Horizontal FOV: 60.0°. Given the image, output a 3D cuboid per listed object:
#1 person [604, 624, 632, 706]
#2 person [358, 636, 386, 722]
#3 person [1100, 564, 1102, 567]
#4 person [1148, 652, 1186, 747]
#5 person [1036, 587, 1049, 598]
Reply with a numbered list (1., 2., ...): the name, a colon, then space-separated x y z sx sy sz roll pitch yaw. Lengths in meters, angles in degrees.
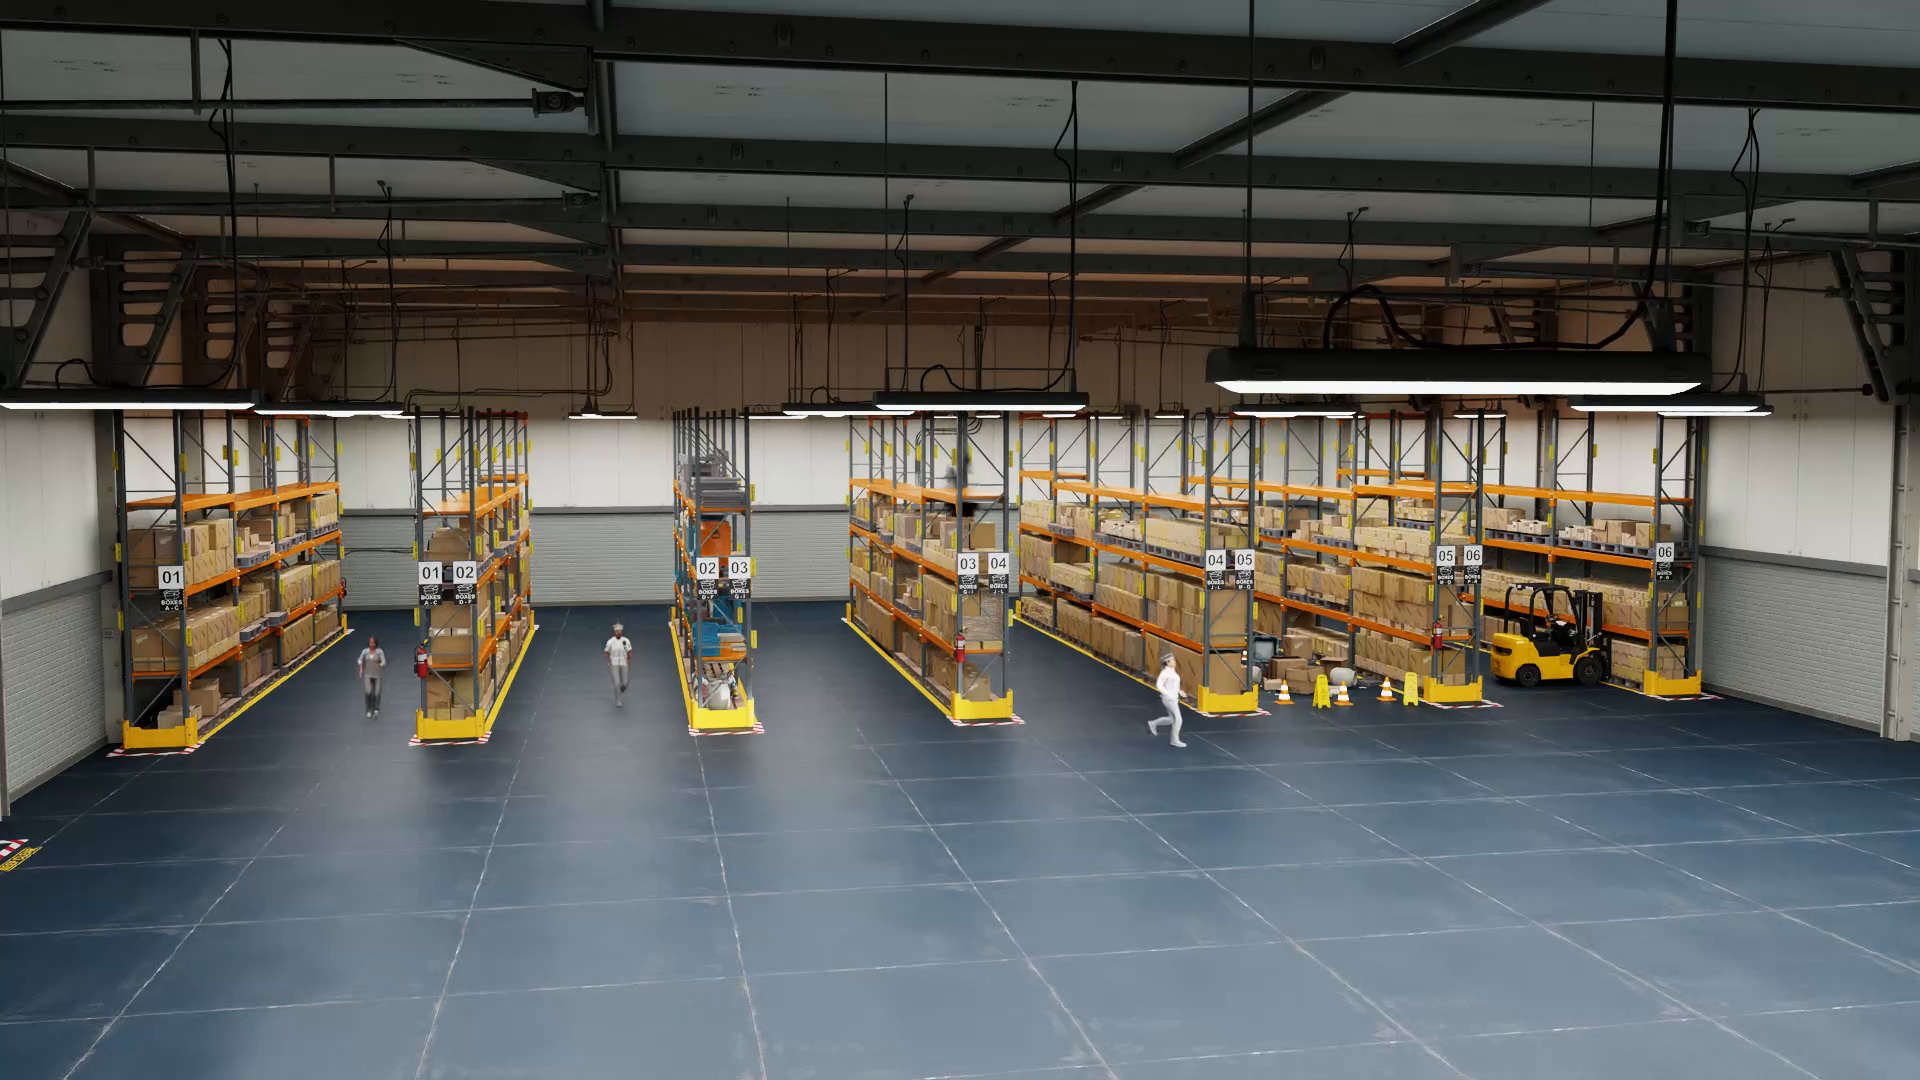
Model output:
1. person: -6.893 2.510 33.554 0.574 1.649 0.566 -1 4 -17
2. person: -11.264 2.657 31.879 0.503 1.617 0.682 -1 4 -20
3. person: 4.031 1.524 47.084 0.668 1.696 0.896 -1 4 -13
4. person: 3.666 2.814 29.404 0.693 1.677 0.618 2 4 21
5. person: 2.610 1.335 50.060 0.699 1.699 0.871 1 4 14
